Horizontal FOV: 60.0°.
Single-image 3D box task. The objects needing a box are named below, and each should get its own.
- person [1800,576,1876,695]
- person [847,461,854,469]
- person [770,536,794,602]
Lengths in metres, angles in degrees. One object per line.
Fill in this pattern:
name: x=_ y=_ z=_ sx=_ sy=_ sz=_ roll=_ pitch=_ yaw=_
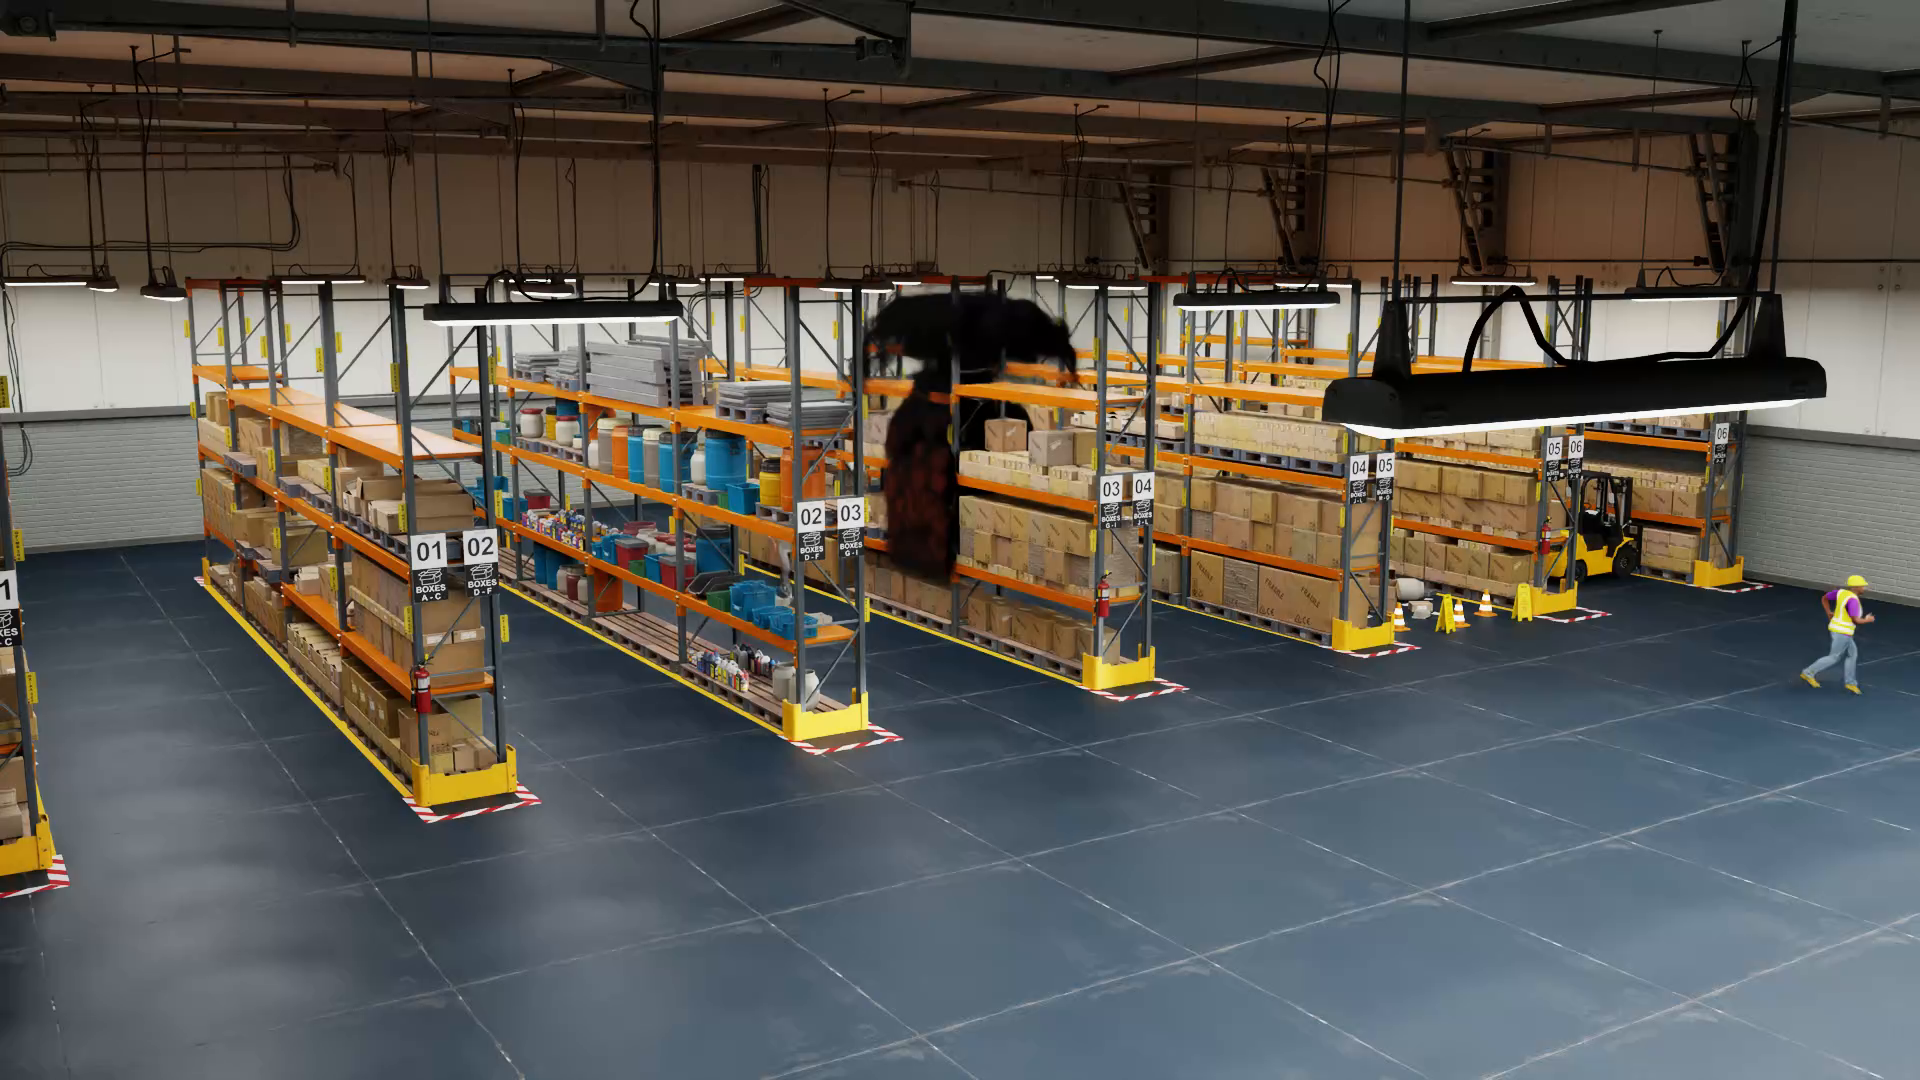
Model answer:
person: x=12.938 y=1.411 z=24.500 sx=0.925 sy=1.816 sz=0.714 roll=2 pitch=10 yaw=14
person: x=-2.691 y=-1.501 z=41.563 sx=0.825 sy=1.773 sz=0.704 roll=-5 pitch=11 yaw=-27
person: x=-3.107 y=0.250 z=29.959 sx=0.510 sy=1.672 sz=0.698 roll=-7 pitch=12 yaw=-38
